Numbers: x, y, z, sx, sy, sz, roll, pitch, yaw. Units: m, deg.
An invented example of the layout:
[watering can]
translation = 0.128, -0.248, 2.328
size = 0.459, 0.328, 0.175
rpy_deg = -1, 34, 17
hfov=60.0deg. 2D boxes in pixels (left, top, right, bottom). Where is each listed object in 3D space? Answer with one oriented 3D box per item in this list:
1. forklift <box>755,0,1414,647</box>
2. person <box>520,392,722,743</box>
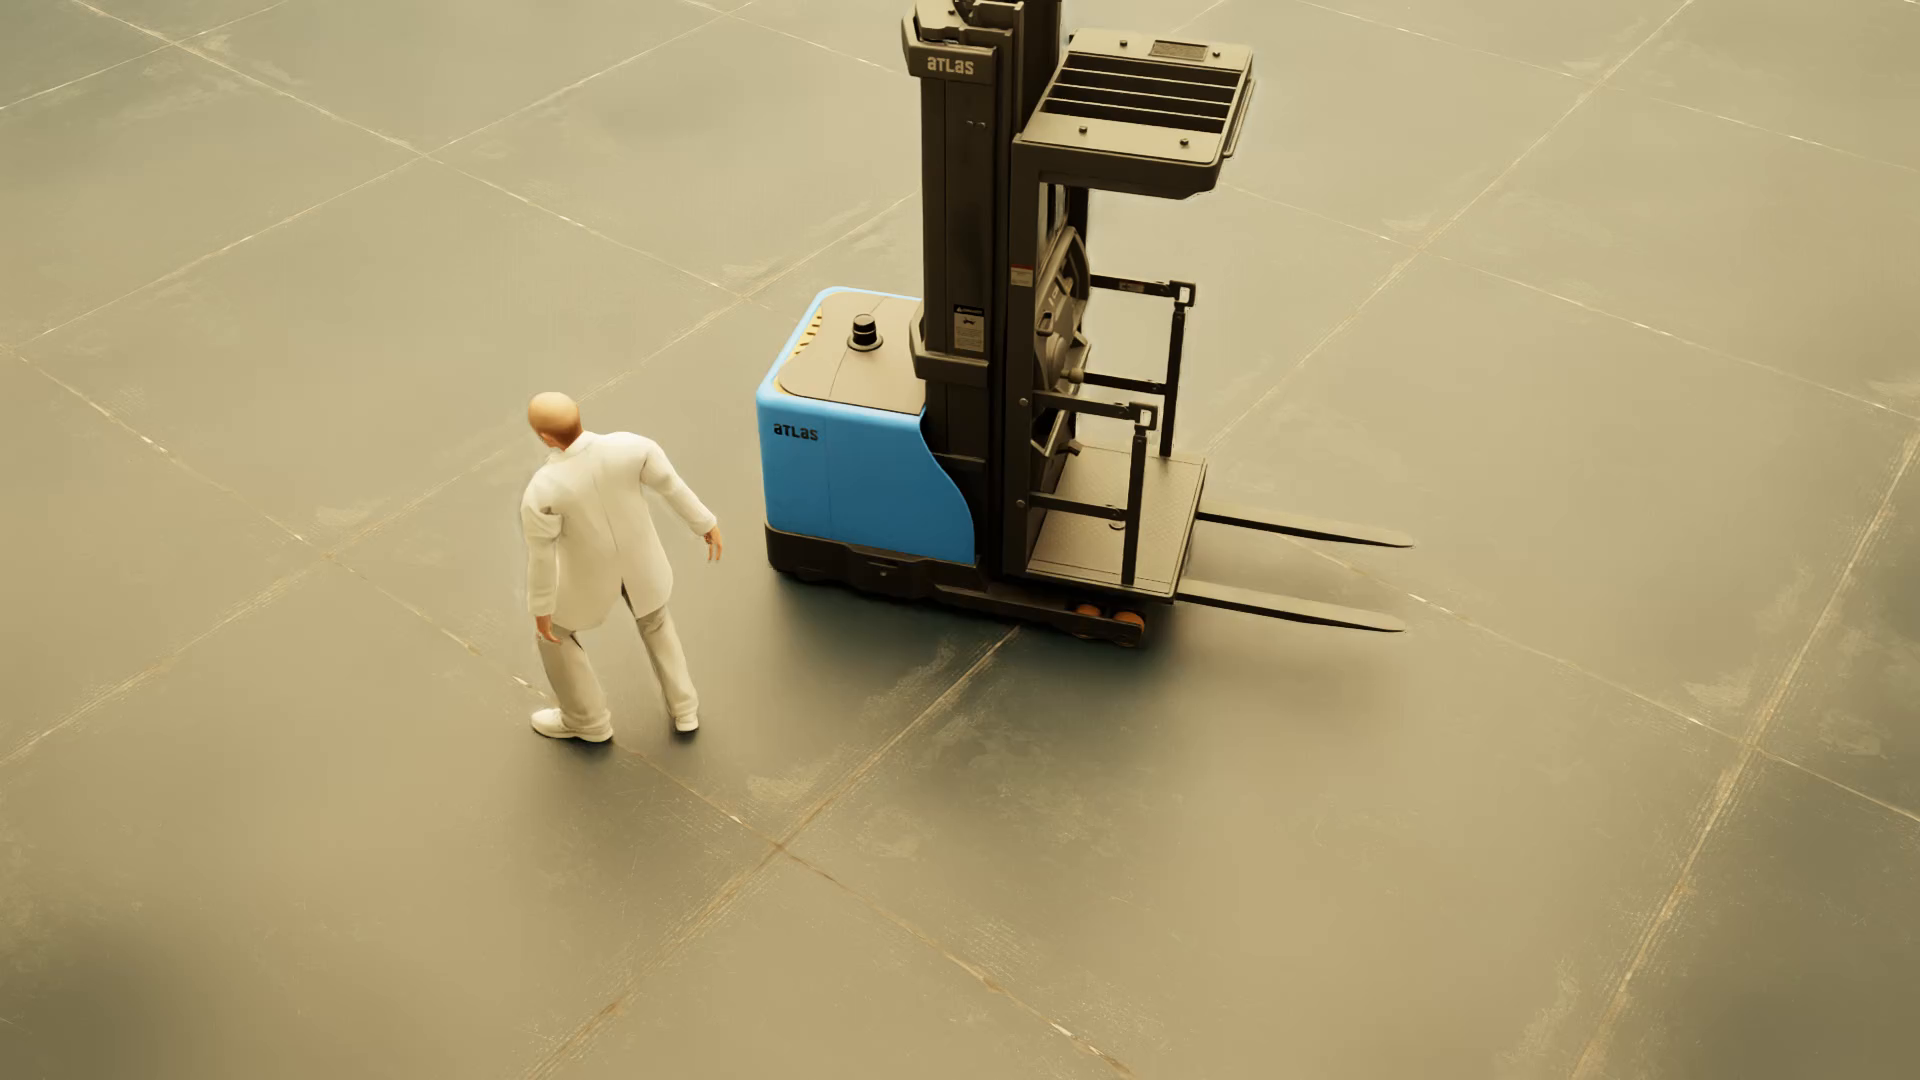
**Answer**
[forklift]
translation = 0.635, -1.003, 7.250
size = 3.031, 2.935, 1.130
rpy_deg = 10, 41, 12
[person]
translation = -1.426, 0.125, 6.911
size = 0.916, 1.758, 0.555
rpy_deg = -22, 45, -23
